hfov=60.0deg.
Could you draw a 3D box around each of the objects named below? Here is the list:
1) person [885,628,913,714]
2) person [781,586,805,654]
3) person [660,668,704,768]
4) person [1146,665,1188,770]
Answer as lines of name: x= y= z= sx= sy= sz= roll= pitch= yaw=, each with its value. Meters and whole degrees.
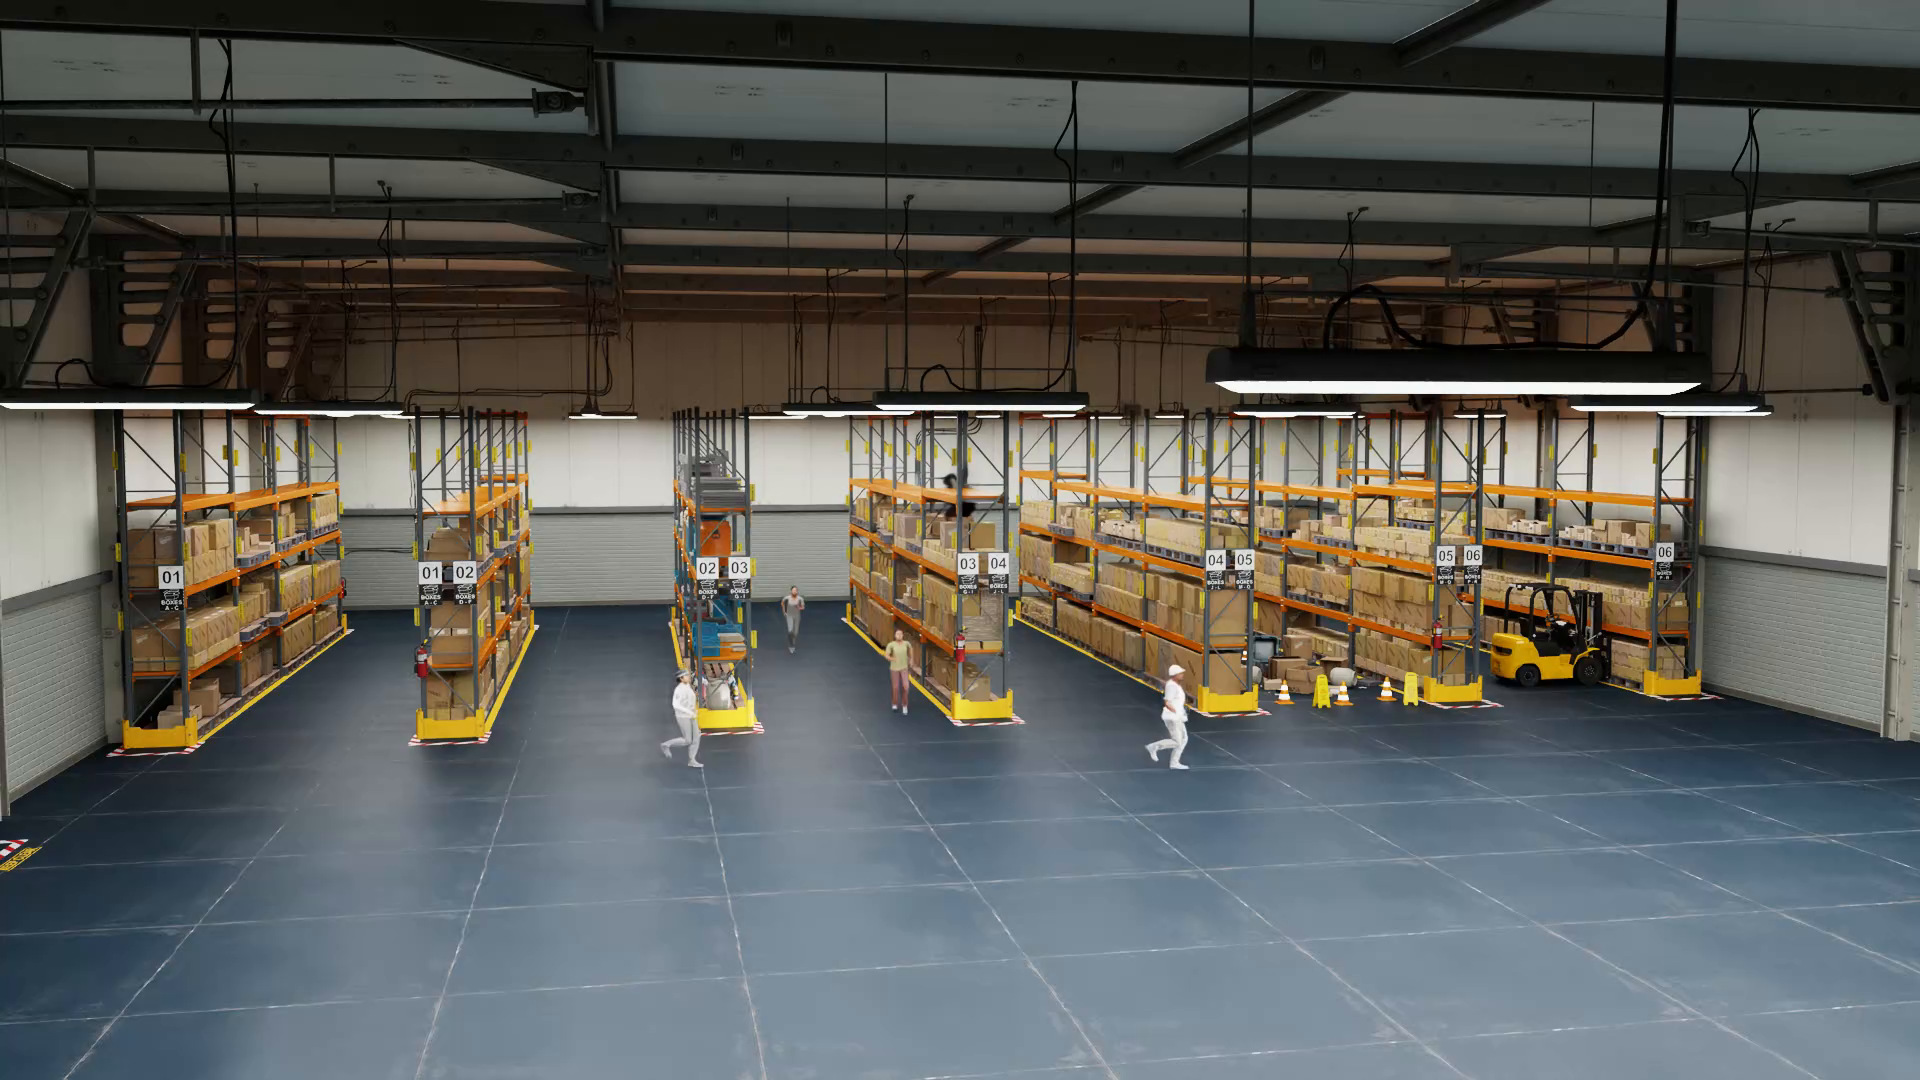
person: x=-1.188 y=2.583 z=32.656 sx=0.601 sy=1.687 sz=0.690 roll=-1 pitch=4 yaw=-11
person: x=-4.136 y=1.971 z=41.253 sx=0.547 sy=1.688 sz=0.762 roll=-1 pitch=4 yaw=-14
person: x=-4.586 y=2.938 z=27.566 sx=0.729 sy=1.661 sz=0.615 roll=1 pitch=4 yaw=12
person: x=3.431 y=2.913 z=27.378 sx=0.695 sy=1.733 sz=0.669 roll=1 pitch=4 yaw=12
